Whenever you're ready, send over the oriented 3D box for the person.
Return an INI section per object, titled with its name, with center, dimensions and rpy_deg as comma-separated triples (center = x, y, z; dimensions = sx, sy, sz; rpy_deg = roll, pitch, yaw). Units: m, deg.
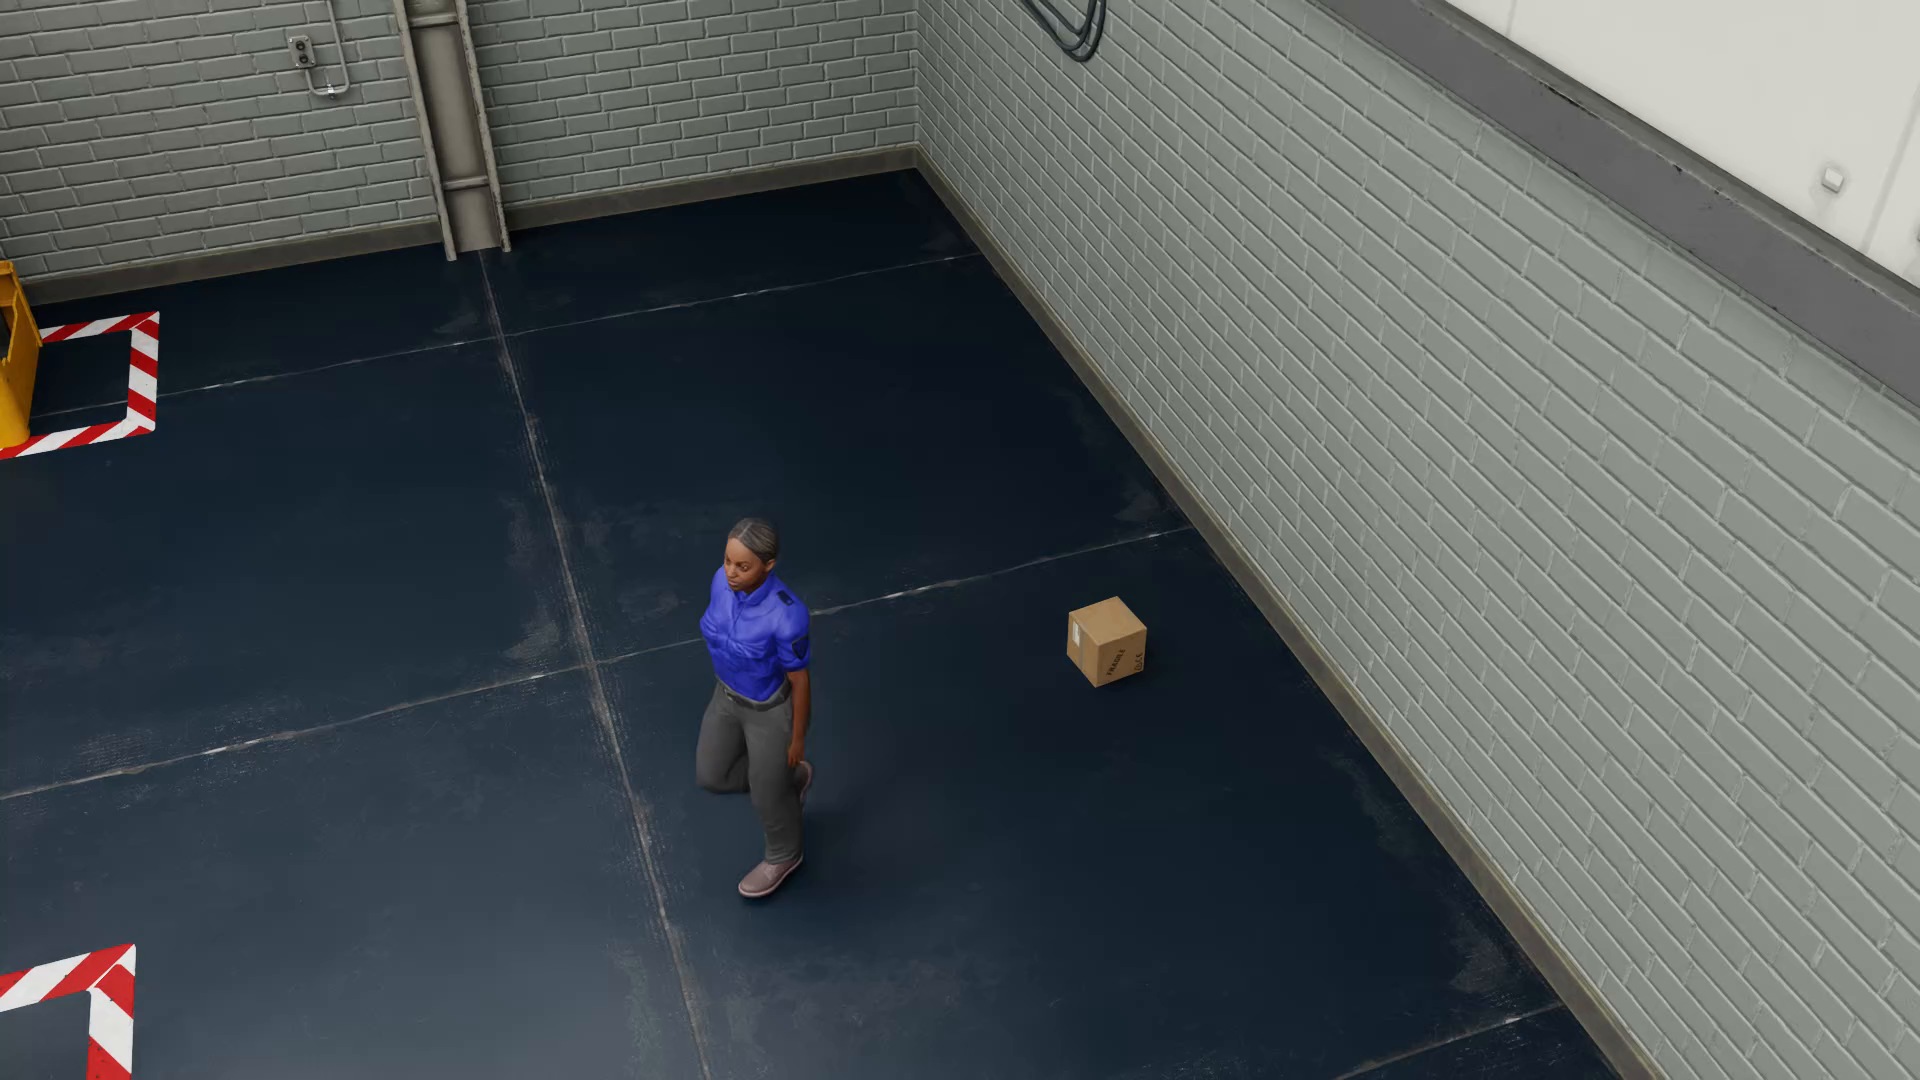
[person]
center = -0.699, 0.587, 5.991
dimensions = 0.466, 1.646, 0.485
rpy_deg = 29, 47, 32
